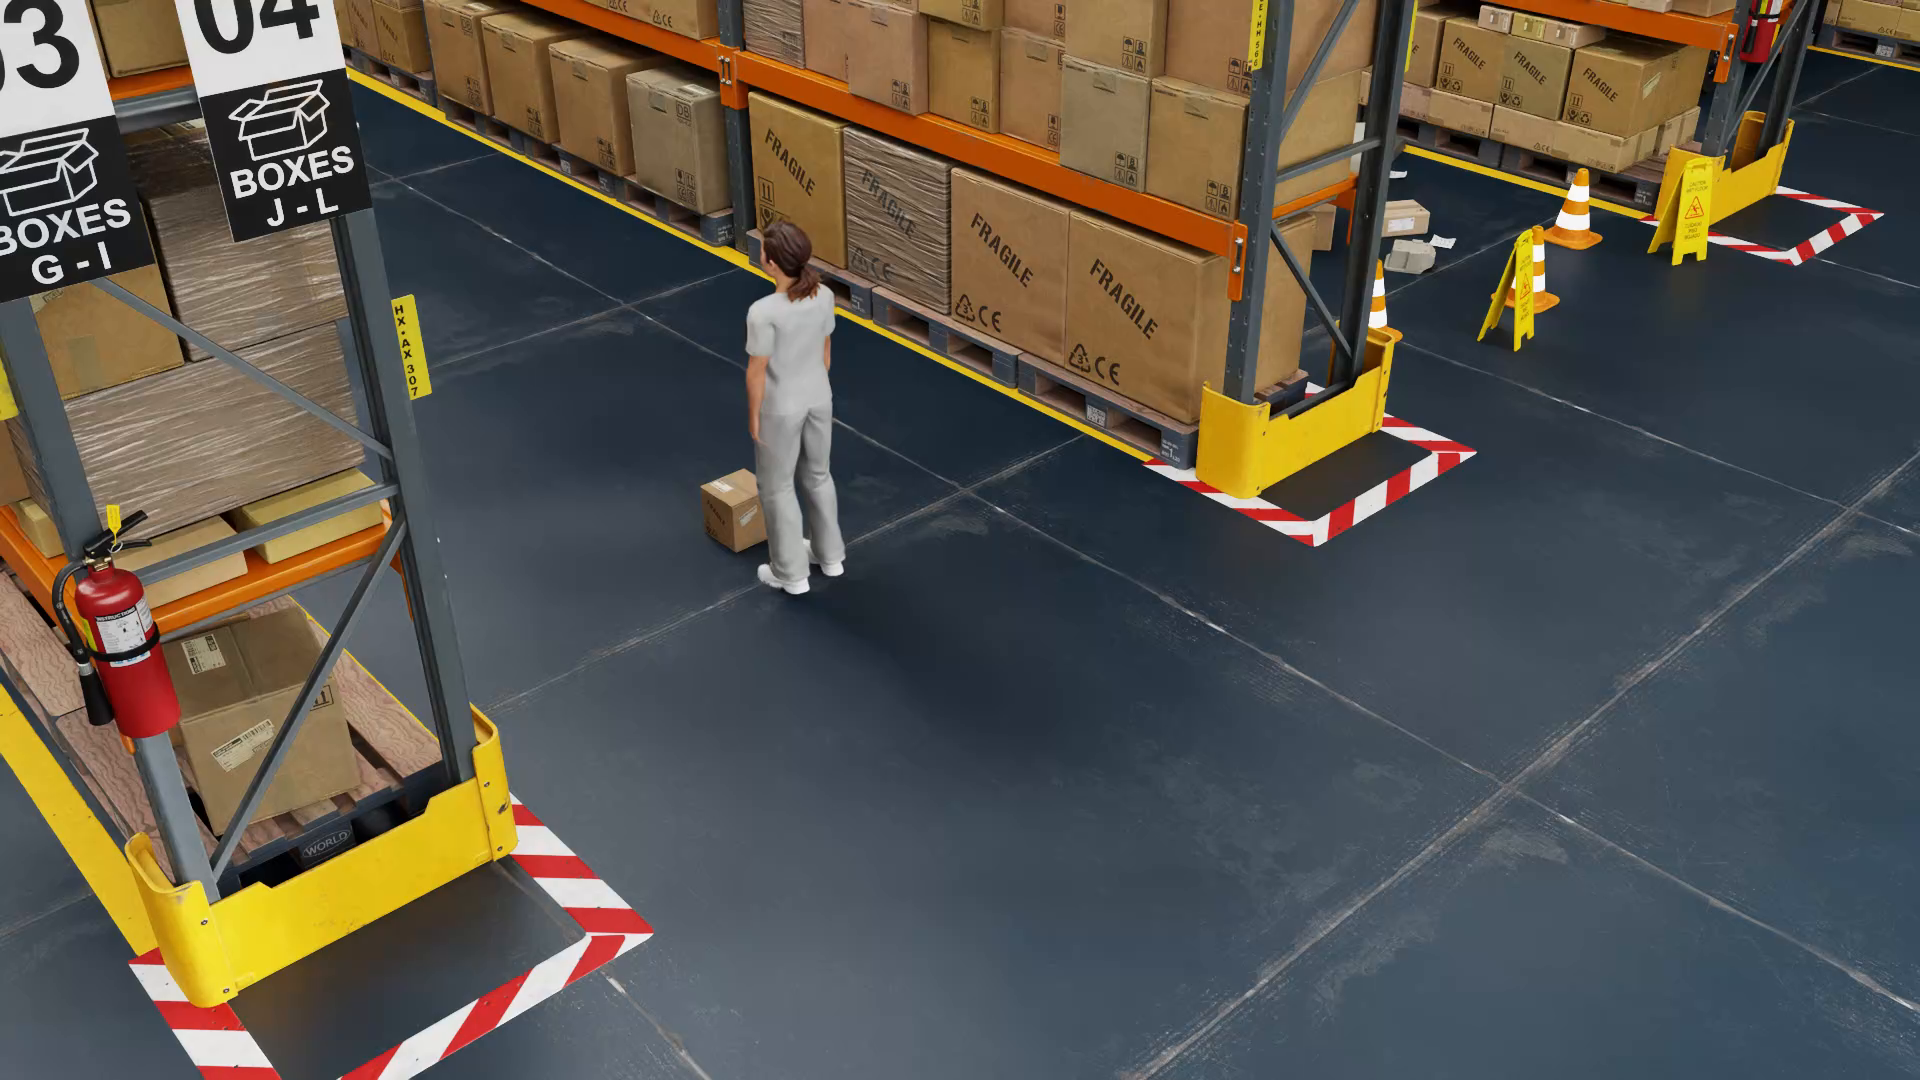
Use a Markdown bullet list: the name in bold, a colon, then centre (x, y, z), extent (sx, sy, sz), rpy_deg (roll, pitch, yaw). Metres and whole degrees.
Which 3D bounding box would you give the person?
- **person**: centre (-0.707, -0.542, 7.030), extent (0.437, 1.682, 0.370), rpy_deg (-25, 40, -34)
